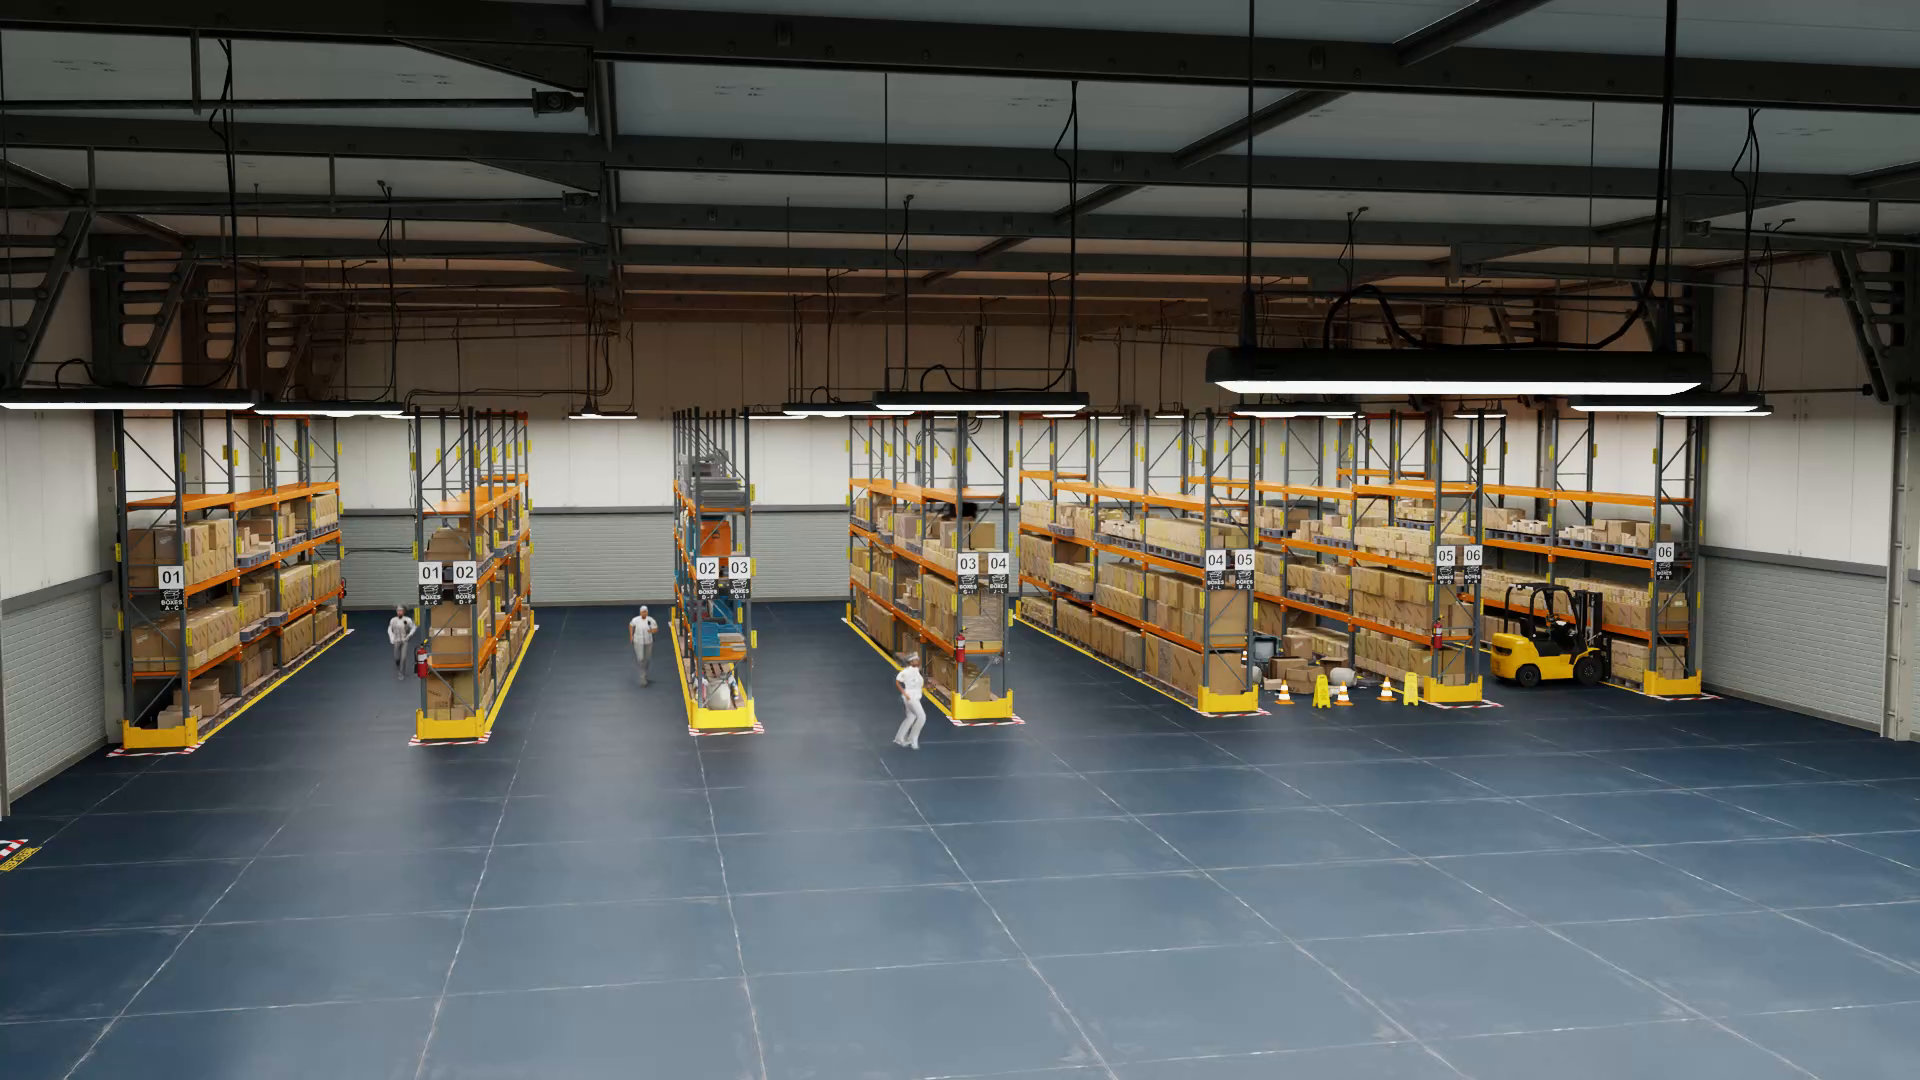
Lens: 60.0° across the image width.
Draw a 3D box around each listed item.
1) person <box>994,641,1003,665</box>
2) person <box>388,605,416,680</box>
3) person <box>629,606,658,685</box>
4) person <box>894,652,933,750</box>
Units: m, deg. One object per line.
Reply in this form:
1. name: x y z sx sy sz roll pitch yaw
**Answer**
1. person: 0.935 2.147 39.367 0.506 1.624 0.697 -1 4 -13
2. person: -12.442 2.266 37.085 0.609 1.671 0.585 -1 4 -11
3. person: -6.933 2.280 36.489 0.591 1.690 0.908 -1 4 -19
4. person: -0.820 2.819 29.132 0.709 1.733 0.551 1 4 16
